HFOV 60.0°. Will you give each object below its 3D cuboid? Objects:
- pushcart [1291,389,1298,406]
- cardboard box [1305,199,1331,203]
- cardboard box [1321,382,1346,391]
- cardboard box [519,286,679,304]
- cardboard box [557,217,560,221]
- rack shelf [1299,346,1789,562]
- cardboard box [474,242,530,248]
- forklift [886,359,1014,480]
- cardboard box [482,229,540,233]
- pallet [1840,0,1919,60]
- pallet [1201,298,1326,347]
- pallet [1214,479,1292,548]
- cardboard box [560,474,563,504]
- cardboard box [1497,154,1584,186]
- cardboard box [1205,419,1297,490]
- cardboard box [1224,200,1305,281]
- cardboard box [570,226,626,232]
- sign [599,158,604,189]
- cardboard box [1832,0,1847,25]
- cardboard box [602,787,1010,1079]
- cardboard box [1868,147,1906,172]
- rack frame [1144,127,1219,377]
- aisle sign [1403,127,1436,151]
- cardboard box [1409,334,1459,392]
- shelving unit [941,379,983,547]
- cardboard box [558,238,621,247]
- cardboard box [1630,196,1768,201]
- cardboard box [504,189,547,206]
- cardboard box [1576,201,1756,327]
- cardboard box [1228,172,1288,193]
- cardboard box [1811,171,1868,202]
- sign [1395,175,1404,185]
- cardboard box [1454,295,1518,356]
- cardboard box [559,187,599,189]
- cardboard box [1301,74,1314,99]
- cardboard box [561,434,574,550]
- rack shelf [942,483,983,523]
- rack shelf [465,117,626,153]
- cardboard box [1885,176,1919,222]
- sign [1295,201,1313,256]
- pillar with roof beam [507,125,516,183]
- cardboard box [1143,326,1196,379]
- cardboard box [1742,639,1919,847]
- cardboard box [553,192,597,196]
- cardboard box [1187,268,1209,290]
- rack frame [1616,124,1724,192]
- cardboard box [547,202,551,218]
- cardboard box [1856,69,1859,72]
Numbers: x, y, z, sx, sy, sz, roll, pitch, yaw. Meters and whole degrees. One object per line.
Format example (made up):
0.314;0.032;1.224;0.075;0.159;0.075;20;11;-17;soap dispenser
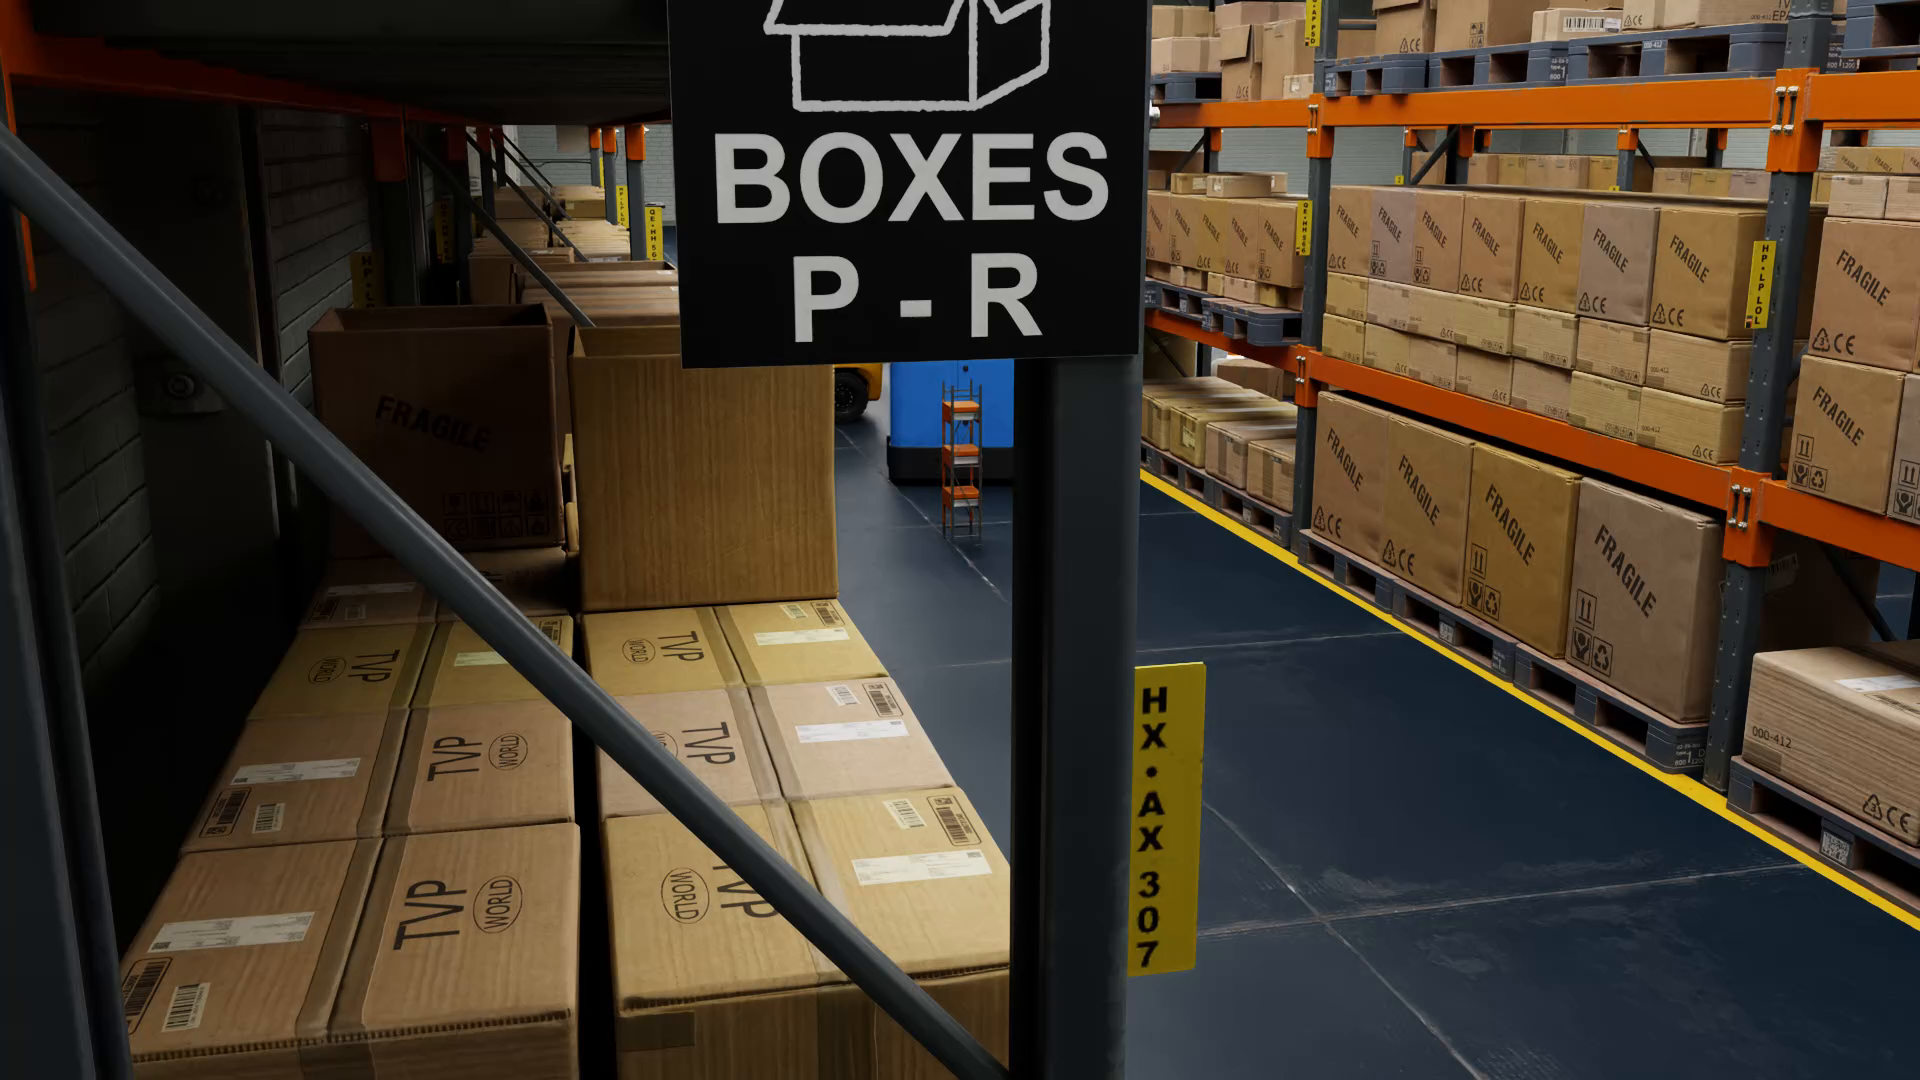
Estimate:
3.872;-1.180;14.963;1.648;0.377;0.936;-9;16;-33;pushcart
2.597;-2.026;11.179;0.500;0.500;0.500;-3;14;-10;cardboard box
3.391;-1.575;14.726;0.500;0.500;0.500;-3;14;-13;cardboard box
-1.295;-0.689;6.330;0.700;0.500;0.500;-3;14;-13;cardboard box
-3.126;-2.608;13.705;0.380;0.149;0.250;-3;14;-13;cardboard box
3.077;-0.582;8.505;1.077;0.370;4.000;-3;14;-13;rack shelf
-2.787;-1.713;10.040;0.380;0.149;0.250;-4;14;-14;cardboard box
0.007;-2.173;13.645;1.130;2.935;3.031;0;14;1;forklift
-3.098;-2.070;11.501;0.380;0.149;0.250;-3;14;-13;cardboard box
3.729;-1.695;5.410;1.003;0.211;1.213;-3;14;-13;pallet
2.336;-1.458;10.979;1.213;0.211;1.003;-3;14;-13;pallet
2.425;-0.219;11.377;1.003;0.211;1.213;-3;14;-13;pallet
-1.299;-0.020;4.376;0.500;0.250;0.500;-3;14;-14;cardboard box
6.035;-3.674;17.053;0.875;0.550;0.500;-3;14;-13;cardboard box
2.303;-0.621;11.801;0.950;0.372;0.625;-4;14;-14;cardboard box
2.098;-1.998;11.062;0.500;0.500;0.500;-4;14;-14;cardboard box
-2.585;-2.164;11.887;0.380;0.149;0.250;-4;14;-15;cardboard box
-3.565;-3.665;16.671;0.100;0.325;0.005;-3;14;-13;sign
3.769;-2.201;6.693;0.396;0.266;0.258;-3;14;-14;cardboard box
-0.183;0.539;2.090;0.500;0.250;0.500;-3;14;-13;cardboard box
10.455;-4.096;18.430;0.500;0.500;0.500;-3;14;-13;cardboard box
1.668;-2.316;14.085;1.000;3.000;0.127;-3;14;-13;rack frame
5.208;-4.800;18.777;0.394;0.787;0.004;-3;14;-13;aisle sign
2.733;-0.954;8.829;0.500;0.250;0.500;-3;14;-11;cardboard box
0.013;-0.498;10.752;0.215;1.050;0.252;-3;14;-13;shelving unit
-2.316;-1.804;10.414;0.380;0.149;0.250;-3;14;-13;cardboard box
3.461;-1.354;7.830;0.500;0.500;0.500;-4;14;-15;cardboard box
-3.990;-3.140;15.255;0.380;0.149;0.250;-3;14;-11;cardboard box
3.069;-1.212;7.252;0.500;0.500;0.500;-3;14;-12;cardboard box
2.257;-2.714;12.625;0.380;0.149;0.250;-4;14;-16;cardboard box
6.936;-2.683;13.272;0.700;0.500;0.500;-3;14;-14;cardboard box
4.975;-3.967;18.854;0.100;0.325;0.005;-3;14;-13;sign
2.818;-1.079;8.288;0.500;0.250;0.500;-3;14;-12;cardboard box
-3.631;-3.284;15.845;0.380;0.149;0.250;-3;14;-12;cardboard box
2.329;-2.789;10.231;0.380;0.149;0.250;-3;14;-13;cardboard box
-0.921;-0.160;4.952;0.500;0.250;0.500;-3;14;-12;cardboard box
0.013;-0.217;10.820;0.215;0.259;0.240;-3;14;-13;rack shelf
-2.686;-2.684;10.790;1.077;0.370;4.000;-3;14;-13;rack shelf
3.444;-1.174;5.728;0.380;0.149;0.250;-3;14;-12;cardboard box
2.082;-1.884;10.047;0.100;0.325;0.005;-3;14;-13;sign
-6.260;-11.441;38.795;9.100;9.000;0.400;-3;14;-13;pillar with roof beam
1.792;-1.699;14.891;0.500;0.500;0.500;-3;14;-11;cardboard box
3.590;0.721;6.168;0.875;0.438;0.875;-3;14;-14;cardboard box
-3.322;-2.929;14.392;0.380;0.149;0.250;-3;14;-13;cardboard box
1.861;-1.890;11.989;0.380;0.149;0.250;-4;14;-15;cardboard box
6.456;-2.615;15.310;1.000;3.000;0.127;-3;14;-13;rack frame
-4.148;-3.178;16.039;0.380;0.149;0.250;-3;14;-13;cardboard box
6.715;-3.836;12.681;0.500;0.500;0.500;-3;14;-13;cardboard box
